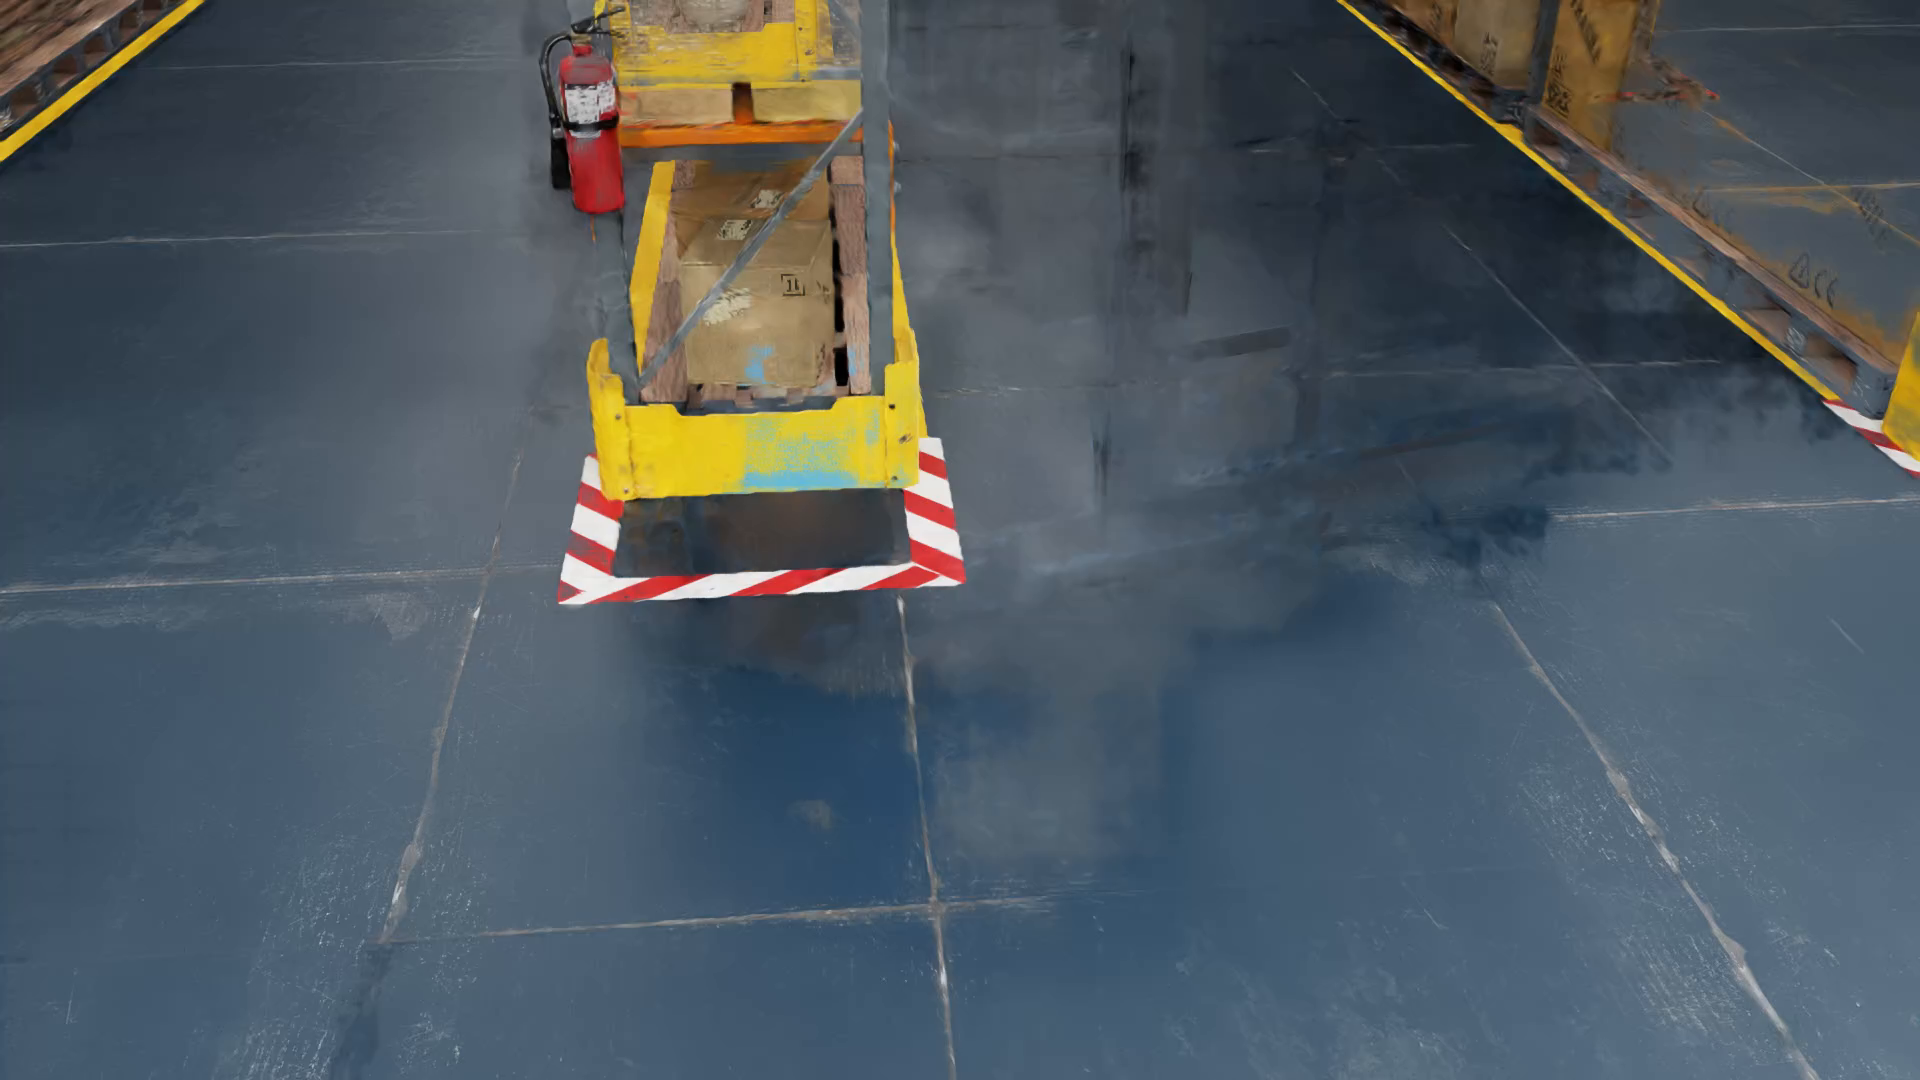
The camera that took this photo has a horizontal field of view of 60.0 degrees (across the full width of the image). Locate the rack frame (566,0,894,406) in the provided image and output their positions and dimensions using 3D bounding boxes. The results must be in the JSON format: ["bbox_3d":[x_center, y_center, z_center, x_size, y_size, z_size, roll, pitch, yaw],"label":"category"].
[{"bbox_3d":[3.576,-4.172,9.310,1.000,3.000,0.127,-3,31,-5],"label":"rack frame"}]

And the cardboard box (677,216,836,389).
[{"bbox_3d":[3.534,-3.599,10.378,0.500,0.500,0.500,3,31,5],"label":"cardboard box"}]

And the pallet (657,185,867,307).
[{"bbox_3d":[3.417,-4.052,11.827,1.003,0.211,1.213,-3,31,-5],"label":"pallet"}]

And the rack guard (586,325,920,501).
[{"bbox_3d":[3.569,-3.138,10.016,1.175,0.500,0.348,-3,31,-5],"label":"rack guard"}]

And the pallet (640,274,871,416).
[{"bbox_3d":[3.528,-3.430,10.787,1.003,0.211,1.213,-3,31,-5],"label":"pallet"}]
